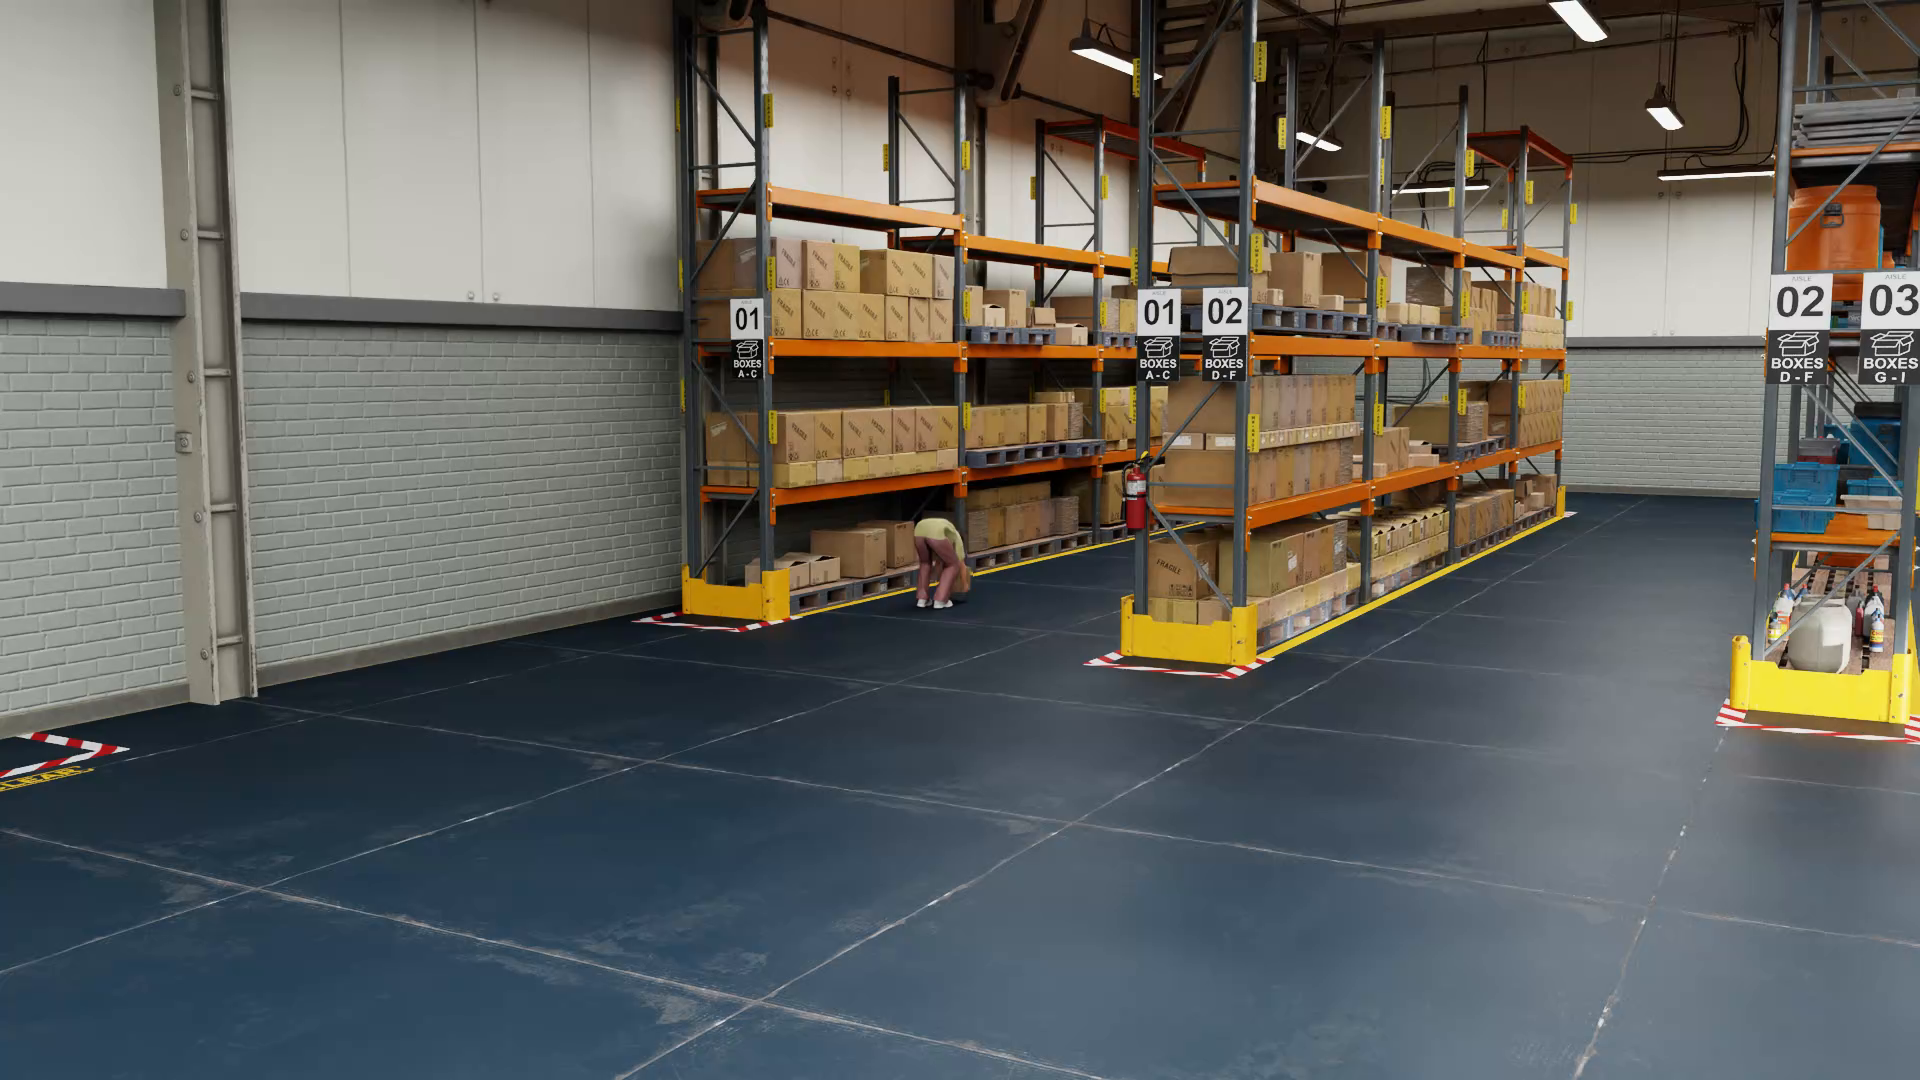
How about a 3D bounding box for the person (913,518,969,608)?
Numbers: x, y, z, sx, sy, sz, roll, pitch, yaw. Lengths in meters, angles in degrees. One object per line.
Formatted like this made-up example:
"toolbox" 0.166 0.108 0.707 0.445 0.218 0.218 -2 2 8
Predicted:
"person" -0.198 0.221 17.706 0.461 0.947 0.855 3 7 26
